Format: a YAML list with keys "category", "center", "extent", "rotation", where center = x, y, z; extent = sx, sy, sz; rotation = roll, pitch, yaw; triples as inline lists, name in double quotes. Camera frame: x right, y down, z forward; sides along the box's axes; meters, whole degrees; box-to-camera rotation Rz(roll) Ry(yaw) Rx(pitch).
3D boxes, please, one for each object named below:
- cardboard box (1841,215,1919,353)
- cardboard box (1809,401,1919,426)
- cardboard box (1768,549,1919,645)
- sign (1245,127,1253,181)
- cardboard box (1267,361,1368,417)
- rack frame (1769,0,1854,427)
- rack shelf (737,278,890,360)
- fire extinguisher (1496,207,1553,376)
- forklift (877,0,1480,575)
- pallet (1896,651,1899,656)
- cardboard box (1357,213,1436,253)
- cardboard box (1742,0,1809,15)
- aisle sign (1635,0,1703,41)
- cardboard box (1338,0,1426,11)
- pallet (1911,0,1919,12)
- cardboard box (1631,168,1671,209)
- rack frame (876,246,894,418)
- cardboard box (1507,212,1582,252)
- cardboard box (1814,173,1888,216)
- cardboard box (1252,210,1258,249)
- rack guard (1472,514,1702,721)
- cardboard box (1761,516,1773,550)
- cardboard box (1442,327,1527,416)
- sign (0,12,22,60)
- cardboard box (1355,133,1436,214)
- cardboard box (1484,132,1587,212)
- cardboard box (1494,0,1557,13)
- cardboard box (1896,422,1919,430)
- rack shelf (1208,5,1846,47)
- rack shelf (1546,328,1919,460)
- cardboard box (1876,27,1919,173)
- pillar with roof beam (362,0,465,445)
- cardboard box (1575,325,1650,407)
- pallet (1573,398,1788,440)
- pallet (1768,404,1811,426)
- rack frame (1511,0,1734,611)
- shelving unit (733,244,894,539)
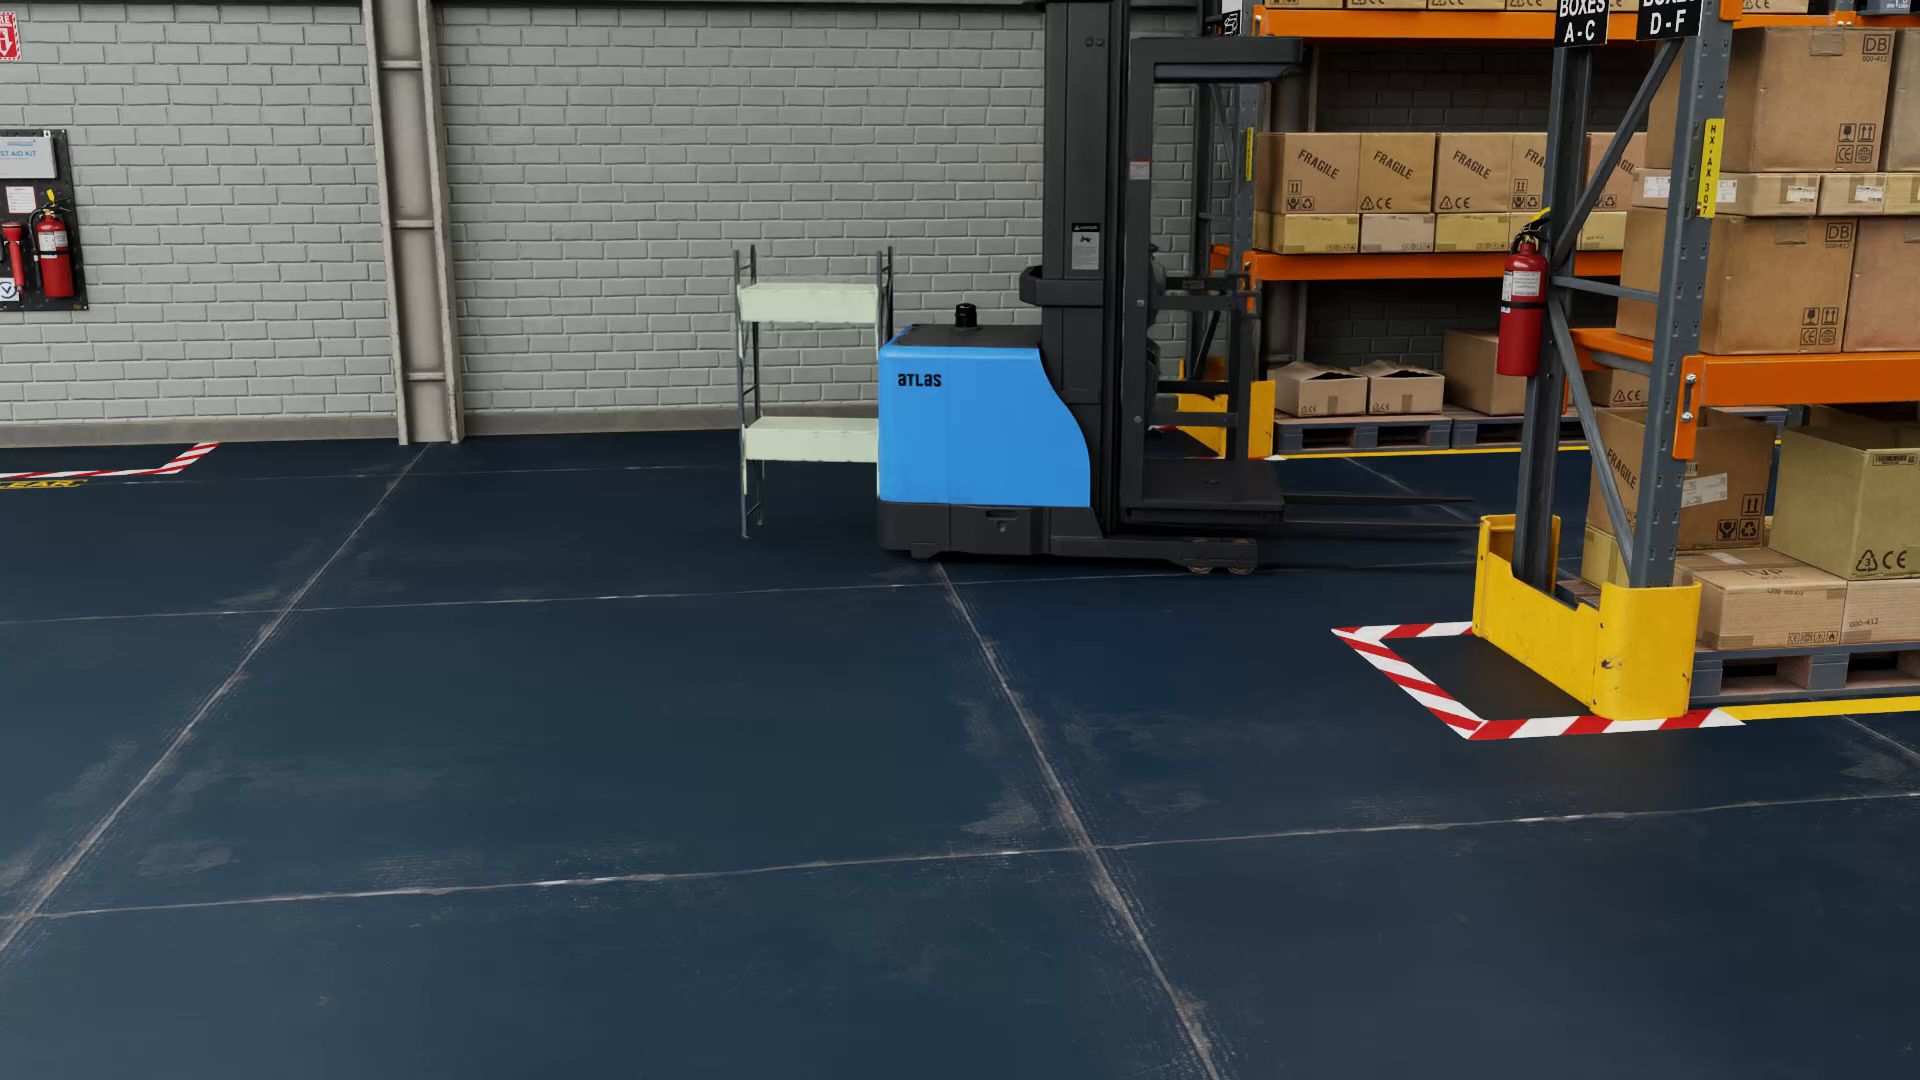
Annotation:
- category: "cardboard box"
  center: [3.454, -1.021, 6.421]
  extent: [0.500, 0.500, 0.700]
  rotation: [-2, 14, -7]
- category: "cardboard box"
  center: [3.945, -0.303, 7.012]
  extent: [0.500, 0.500, 0.500]
  rotation: [-2, 14, -8]
- category: "cardboard box"
  center: [3.530, 0.207, 6.521]
  extent: [0.500, 0.250, 0.500]
  rotation: [-2, 14, -8]
- category: "sign"
  center: [1.812, -2.419, 10.423]
  extent: [0.005, 0.325, 0.100]
  rotation: [-2, 14, -8]
- category: "cardboard box"
  center: [2.428, -1.043, 11.336]
  extent: [0.500, 0.311, 0.500]
  rotation: [-4, 15, -15]
- category: "rack frame"
  center: [5.686, -2.275, 11.627]
  extent: [0.127, 3.000, 1.000]
  rotation: [-2, 14, -8]
- category: "rack shelf"
  center: [-0.748, -1.152, 8.630]
  extent: [0.720, 0.370, 0.431]
  rotation: [2, 14, 6]
- category: "fire extinguisher"
  center: [2.286, -1.008, 6.736]
  extent: [0.183, 0.674, 0.296]
  rotation: [-2, 14, -8]
- category: "forklift"
  center: [1.140, -1.390, 8.241]
  extent: [3.031, 2.935, 1.130]
  rotation: [2, 14, 6]
- category: "pallet"
  center: [4.426, 0.333, 6.961]
  extent: [1.213, 0.211, 1.003]
  rotation: [-2, 14, -8]
- category: "cardboard box"
  center: [2.772, -2.030, 10.919]
  extent: [0.500, 0.250, 0.500]
  rotation: [-3, 14, -10]
- category: "cardboard box"
  center: [5.221, -3.710, 10.937]
  extent: [0.500, 0.500, 0.500]
  rotation: [-2, 14, -7]
- category: "aisle sign"
  center: [2.453, -2.123, 5.678]
  extent: [0.004, 0.787, 0.394]
  rotation: [-2, 14, -8]
- category: "cardboard box"
  center: [2.635, -3.606, 10.521]
  extent: [0.500, 0.500, 0.500]
  rotation: [-1, 14, -5]
- category: "pallet"
  center: [7.337, -3.674, 11.424]
  extent: [1.003, 0.211, 1.213]
  rotation: [-2, 14, -8]
- category: "cardboard box"
  center: [2.822, -1.361, 6.445]
  extent: [0.250, 0.149, 0.380]
  rotation: [-2, 14, -9]
- category: "rack frame"
  center: [-0.385, -0.764, 8.685]
  extent: [0.023, 1.500, 0.400]
  rotation: [2, 14, 6]
- category: "cardboard box"
  center: [3.777, -2.065, 11.058]
  extent: [0.500, 0.250, 0.500]
  rotation: [-2, 14, -8]
- category: "cardboard box"
  center: [3.153, -1.274, 6.098]
  extent: [0.250, 0.149, 0.380]
  rotation: [-2, 14, -10]
- category: "cardboard box"
  center: [2.164, -2.131, 11.318]
  extent: [0.500, 0.250, 0.500]
  rotation: [-2, 14, -7]
- category: "rack guard"
  center: [2.449, 0.275, 6.598]
  extent: [0.348, 0.500, 1.175]
  rotation: [-2, 14, -8]
- category: "cardboard box"
  center: [3.451, 0.080, 7.026]
  extent: [0.500, 0.250, 0.500]
  rotation: [-2, 14, -8]
- category: "cardboard box"
  center: [3.725, -1.170, 11.453]
  extent: [0.500, 0.500, 0.700]
  rotation: [-3, 14, -12]
- category: "sign"
  center: [-6.111, -3.214, 10.604]
  extent: [0.199, 0.298, 0.001]
  rotation: [-2, 14, -8]
- category: "cardboard box"
  center: [2.738, -2.391, 10.816]
  extent: [0.500, 0.500, 0.500]
  rotation: [-2, 14, -8]
- category: "cardboard box"
  center: [3.758, -2.430, 10.970]
  extent: [0.500, 0.500, 0.500]
  rotation: [-2, 14, -7]
- category: "cardboard box"
  center: [3.674, -3.650, 10.698]
  extent: [0.500, 0.500, 0.500]
  rotation: [-1, 14, -5]
- category: "cardboard box"
  center: [4.022, -0.178, 6.513]
  extent: [0.500, 0.500, 0.500]
  rotation: [-2, 14, -8]
- category: "rack shelf"
  center: [3.708, -3.308, 11.060]
  extent: [4.000, 0.370, 1.077]
  rotation: [-2, 14, -8]
- category: "rack shelf"
  center: [4.450, -0.662, 6.674]
  extent: [4.000, 0.370, 1.077]
  rotation: [-2, 14, -8]
- category: "cardboard box"
  center: [3.507, -1.652, 6.272]
  extent: [0.500, 0.500, 0.700]
  rotation: [-2, 14, -10]
- category: "pillar with roof beam"
  center: [-2.998, -4.020, 6.254]
  extent: [0.400, 9.000, 9.100]
  rotation: [-2, 14, -8]
- category: "cardboard box"
  center: [4.666, -1.229, 11.689]
  extent: [0.500, 0.500, 0.500]
  rotation: [-3, 14, -13]
- category: "pallet"
  center: [5.027, -0.890, 11.835]
  extent: [1.213, 0.211, 1.003]
  rotation: [-2, 14, -8]
- category: "pallet"
  center: [6.456, -0.951, 12.080]
  extent: [1.213, 0.211, 1.003]
  rotation: [-2, 14, -8]
- category: "rack frame"
  center: [2.472, -0.939, 6.298]
  extent: [0.127, 3.000, 1.000]
  rotation: [-2, 14, -8]
- category: "shelving unit"
  center: [-0.748, -0.774, 8.725]
  extent: [0.755, 1.500, 0.431]
  rotation: [2, 14, 6]
